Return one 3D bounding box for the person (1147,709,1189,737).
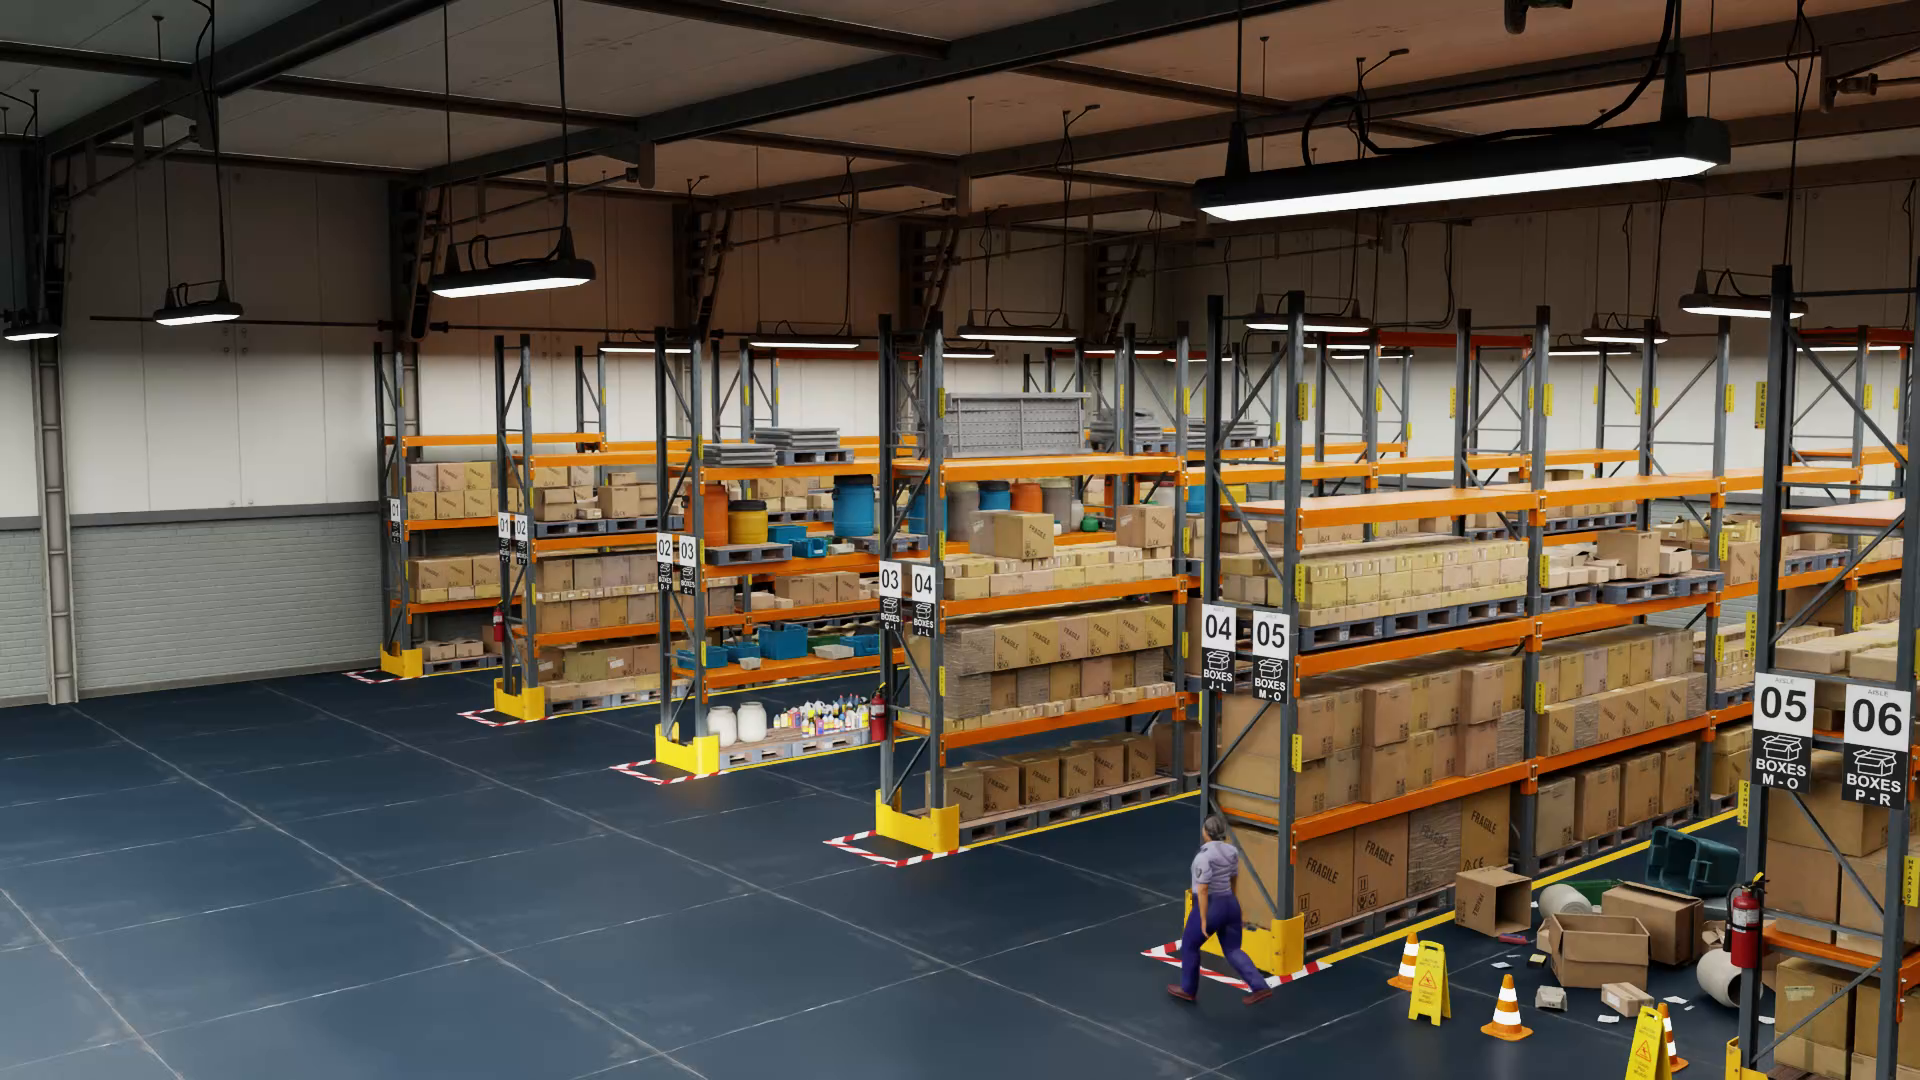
[{"bbox_3d":[2.968,2.168,23.763,1.042,1.623,0.487,-4,7,-38],"label":"person"}]

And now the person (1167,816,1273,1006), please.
[{"bbox_3d":[2.150,3.096,13.846,0.481,1.603,0.962,-4,7,-40],"label":"person"}]
